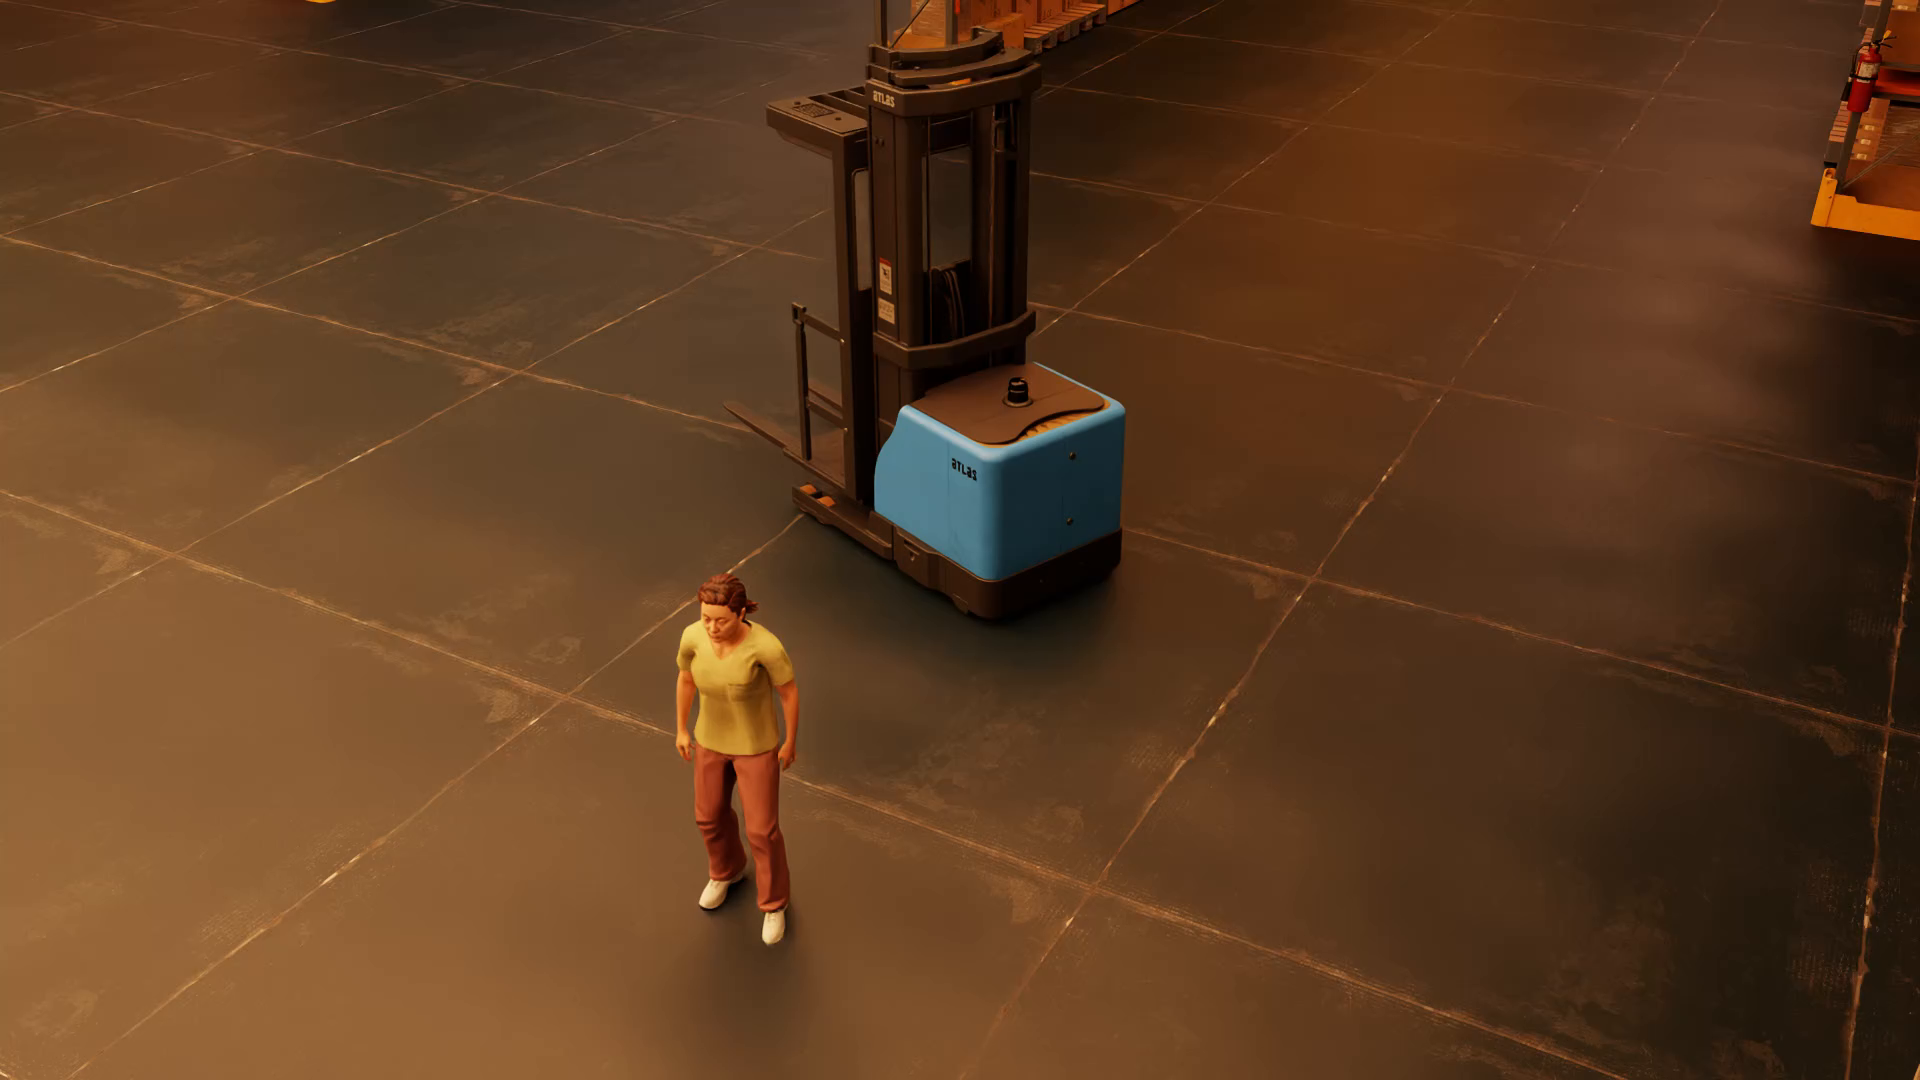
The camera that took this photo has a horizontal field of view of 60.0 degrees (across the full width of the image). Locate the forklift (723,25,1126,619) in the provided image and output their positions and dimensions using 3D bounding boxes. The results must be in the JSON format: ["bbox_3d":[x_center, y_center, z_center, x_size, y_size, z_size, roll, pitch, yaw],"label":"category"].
[{"bbox_3d":[-0.382,-1.507,9.682,1.130,2.935,3.031,-22,37,-33],"label":"forklift"}]

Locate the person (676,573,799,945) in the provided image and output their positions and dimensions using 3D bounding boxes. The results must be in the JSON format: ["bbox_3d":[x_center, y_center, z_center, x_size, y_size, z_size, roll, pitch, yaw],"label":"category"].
[{"bbox_3d":[-0.940,0.872,6.842,0.525,1.684,0.412,9,31,15],"label":"person"}]
